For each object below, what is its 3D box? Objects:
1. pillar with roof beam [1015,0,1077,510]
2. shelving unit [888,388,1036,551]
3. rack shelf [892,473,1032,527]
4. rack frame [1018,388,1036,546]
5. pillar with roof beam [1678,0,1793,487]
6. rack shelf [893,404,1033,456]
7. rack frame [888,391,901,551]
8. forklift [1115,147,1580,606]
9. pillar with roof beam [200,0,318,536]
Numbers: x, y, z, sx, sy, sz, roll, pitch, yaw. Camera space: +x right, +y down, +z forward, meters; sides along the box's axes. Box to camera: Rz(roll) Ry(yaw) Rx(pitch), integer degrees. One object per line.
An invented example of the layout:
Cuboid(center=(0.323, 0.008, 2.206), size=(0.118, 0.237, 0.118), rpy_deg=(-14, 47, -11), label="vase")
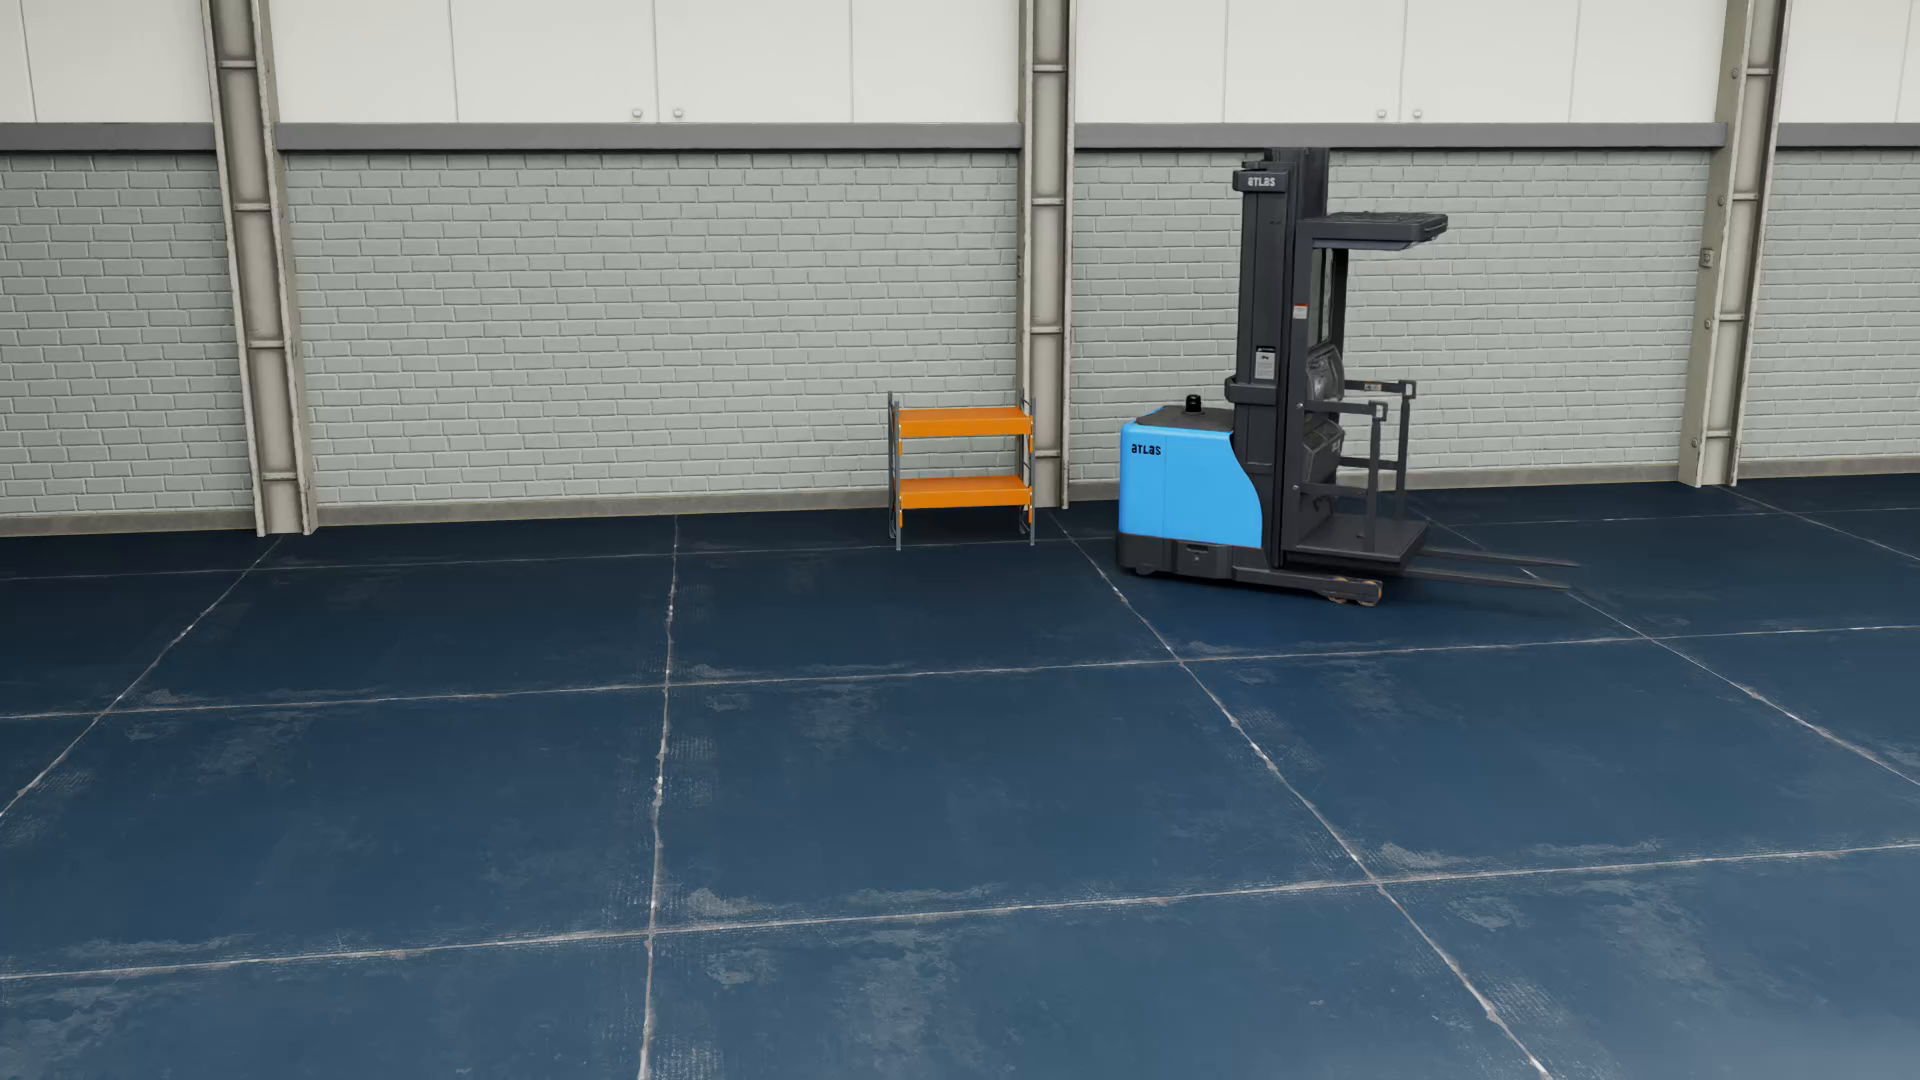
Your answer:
Cuboid(center=(1.321, -3.618, 8.650), size=(0.400, 9.000, 9.100), rpy_deg=(-2, 14, -8), label="pillar with roof beam")
Cuboid(center=(0.007, -0.546, 12.586), size=(1.048, 1.125, 0.538), rpy_deg=(-2, 14, -8), label="shelving unit")
Cuboid(center=(0.007, -0.309, 12.645), size=(1.000, 0.278, 0.538), rpy_deg=(-2, 14, -8), label="rack shelf")
Cuboid(center=(0.509, -0.564, 12.659), size=(0.032, 1.125, 0.500), rpy_deg=(-2, 14, -8), label="rack frame")
Cuboid(center=(7.254, -3.836, 9.517), size=(0.400, 9.000, 9.100), rpy_deg=(-2, 14, -8), label="pillar with roof beam")
Cuboid(center=(0.007, -0.830, 12.515), size=(1.000, 0.278, 0.538), rpy_deg=(-2, 14, -8), label="rack shelf")
Cuboid(center=(-0.496, -0.527, 12.513), size=(0.032, 1.125, 0.500), rpy_deg=(-2, 14, -8), label="rack frame")
Cuboid(center=(2.658, -1.131, 11.207), size=(3.031, 2.935, 1.130), rpy_deg=(7, 16, 24), label="forklift")
Cuboid(center=(-4.612, -3.401, 7.783), size=(0.400, 9.000, 9.100), rpy_deg=(-2, 14, -8), label="pillar with roof beam")
